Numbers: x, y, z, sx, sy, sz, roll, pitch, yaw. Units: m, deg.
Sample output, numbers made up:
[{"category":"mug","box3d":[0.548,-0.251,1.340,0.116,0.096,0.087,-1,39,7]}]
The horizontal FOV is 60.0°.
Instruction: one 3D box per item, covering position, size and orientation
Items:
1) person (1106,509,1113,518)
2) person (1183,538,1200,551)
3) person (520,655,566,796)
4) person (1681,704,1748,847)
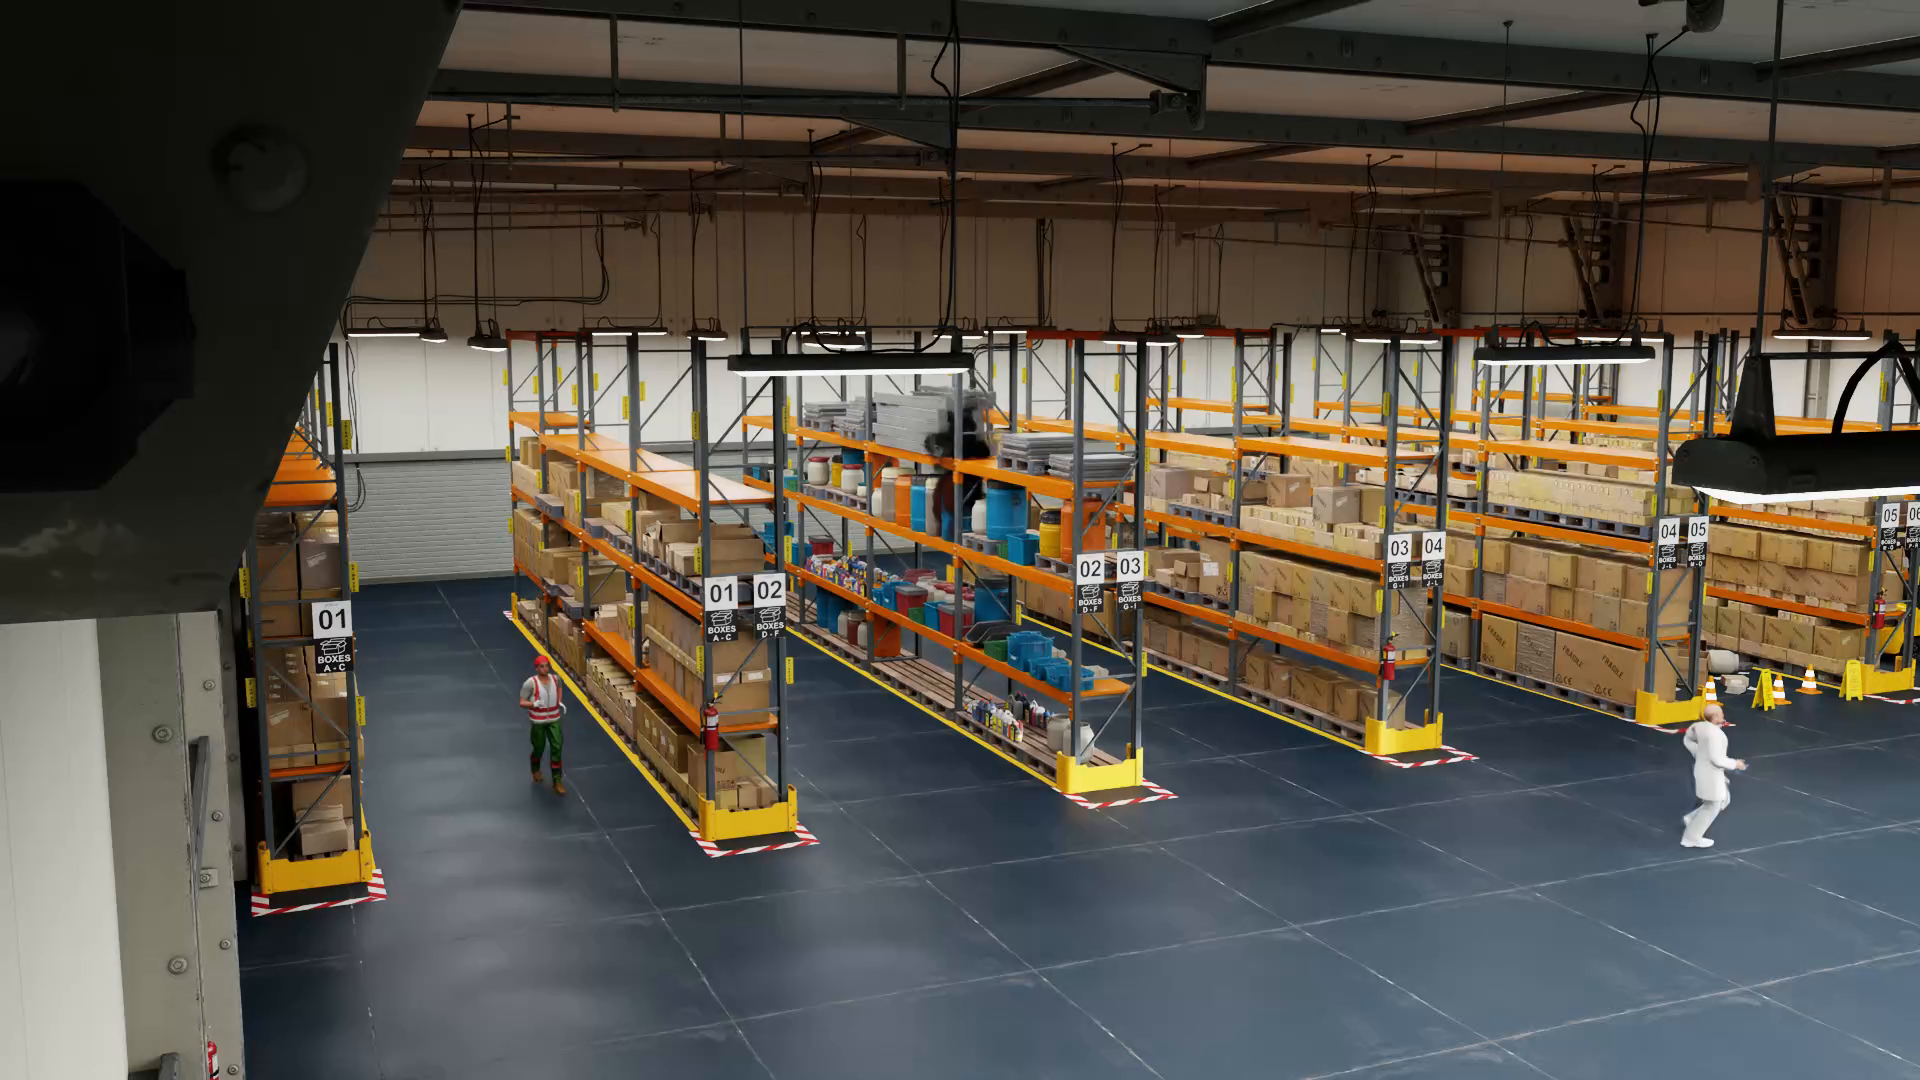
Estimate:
[{"category":"person","box3d":[3.411,-0.045,40.716,0.710,1.719,0.845,7,11,42]},{"category":"person","box3d":[6.004,-0.249,42.353,0.809,1.722,0.543,-3,8,-18]},{"category":"person","box3d":[-5.518,2.419,22.089,0.644,1.806,0.915,-5,9,-31]},{"category":"person","box3d":[8.927,2.790,19.698,0.655,1.735,0.682,1,8,6]}]
